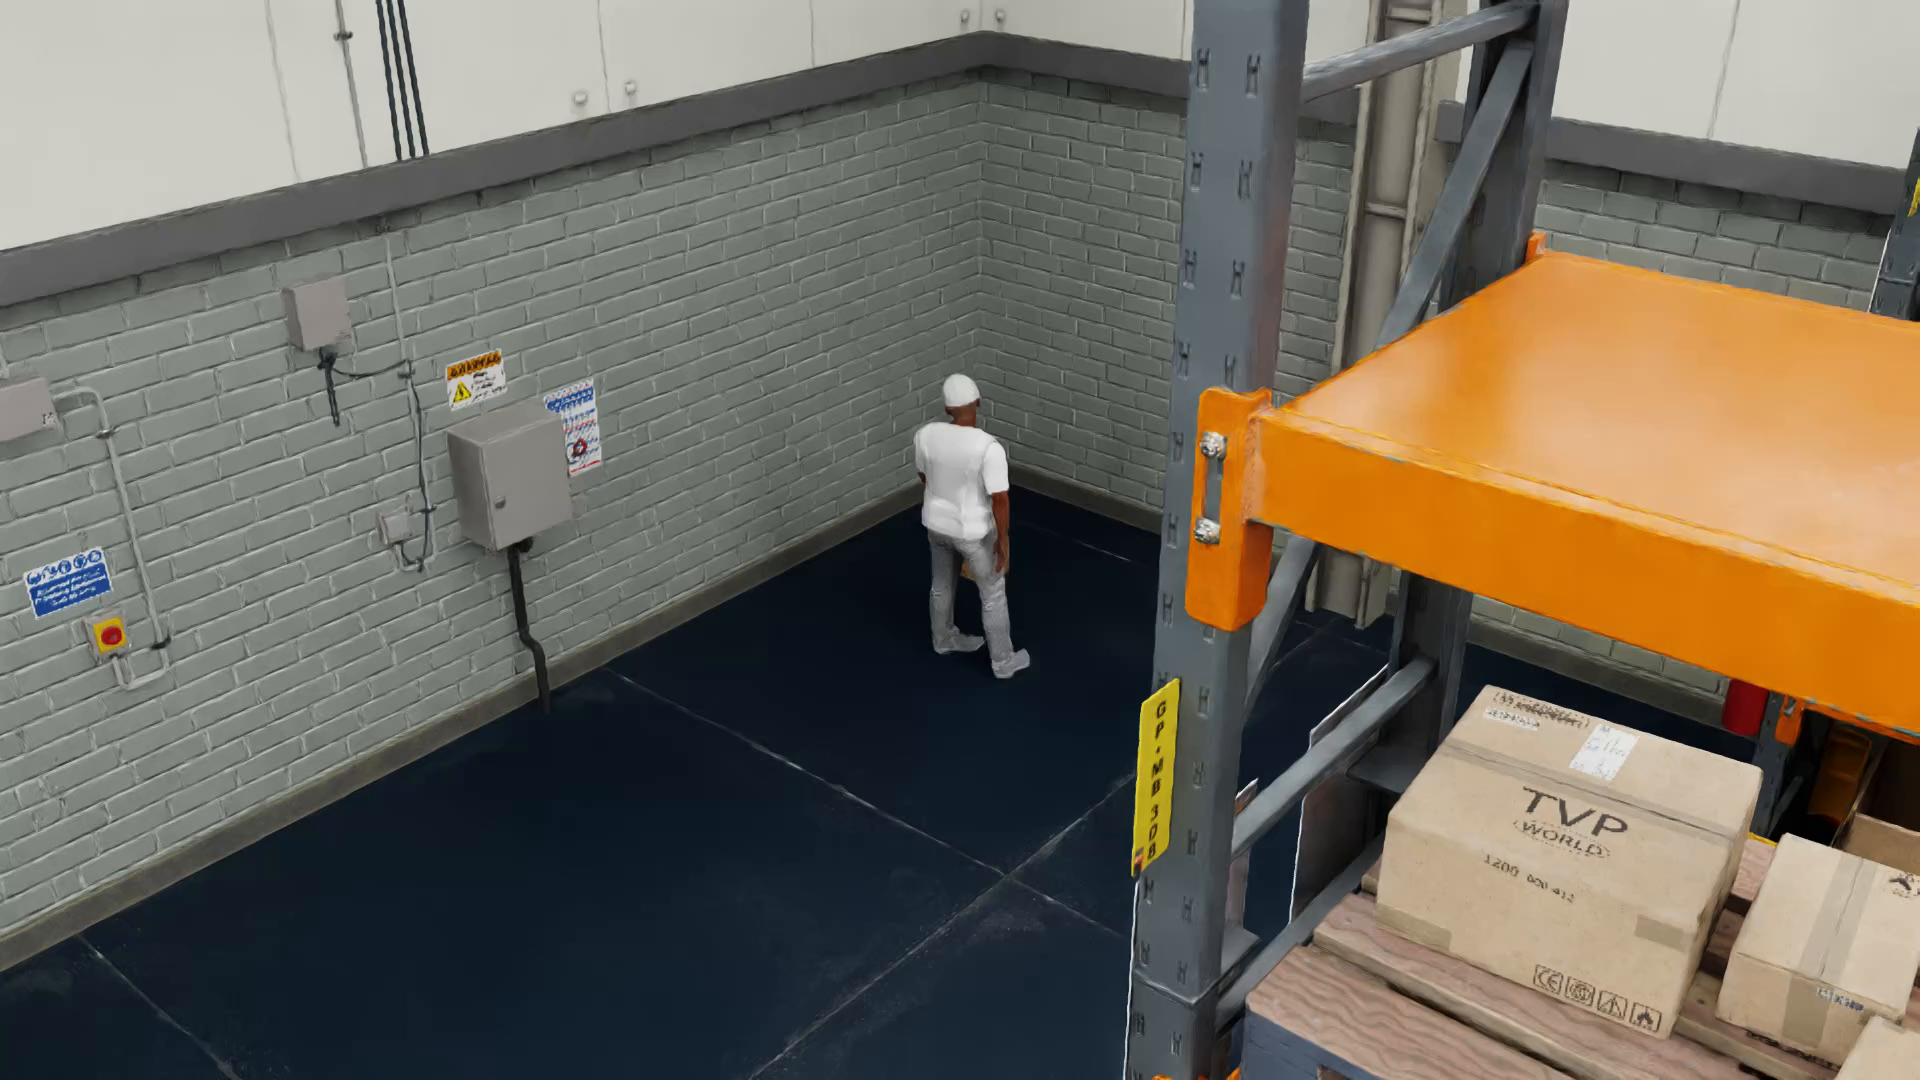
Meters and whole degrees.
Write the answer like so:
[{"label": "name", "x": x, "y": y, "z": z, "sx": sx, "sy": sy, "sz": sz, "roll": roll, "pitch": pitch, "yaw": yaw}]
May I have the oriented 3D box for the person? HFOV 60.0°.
[{"label": "person", "x": 0.075, "y": -0.097, "z": 9.195, "sx": 0.639, "sy": 1.764, "sz": 0.474, "roll": 15, "pitch": 31, "yaw": 27}]
